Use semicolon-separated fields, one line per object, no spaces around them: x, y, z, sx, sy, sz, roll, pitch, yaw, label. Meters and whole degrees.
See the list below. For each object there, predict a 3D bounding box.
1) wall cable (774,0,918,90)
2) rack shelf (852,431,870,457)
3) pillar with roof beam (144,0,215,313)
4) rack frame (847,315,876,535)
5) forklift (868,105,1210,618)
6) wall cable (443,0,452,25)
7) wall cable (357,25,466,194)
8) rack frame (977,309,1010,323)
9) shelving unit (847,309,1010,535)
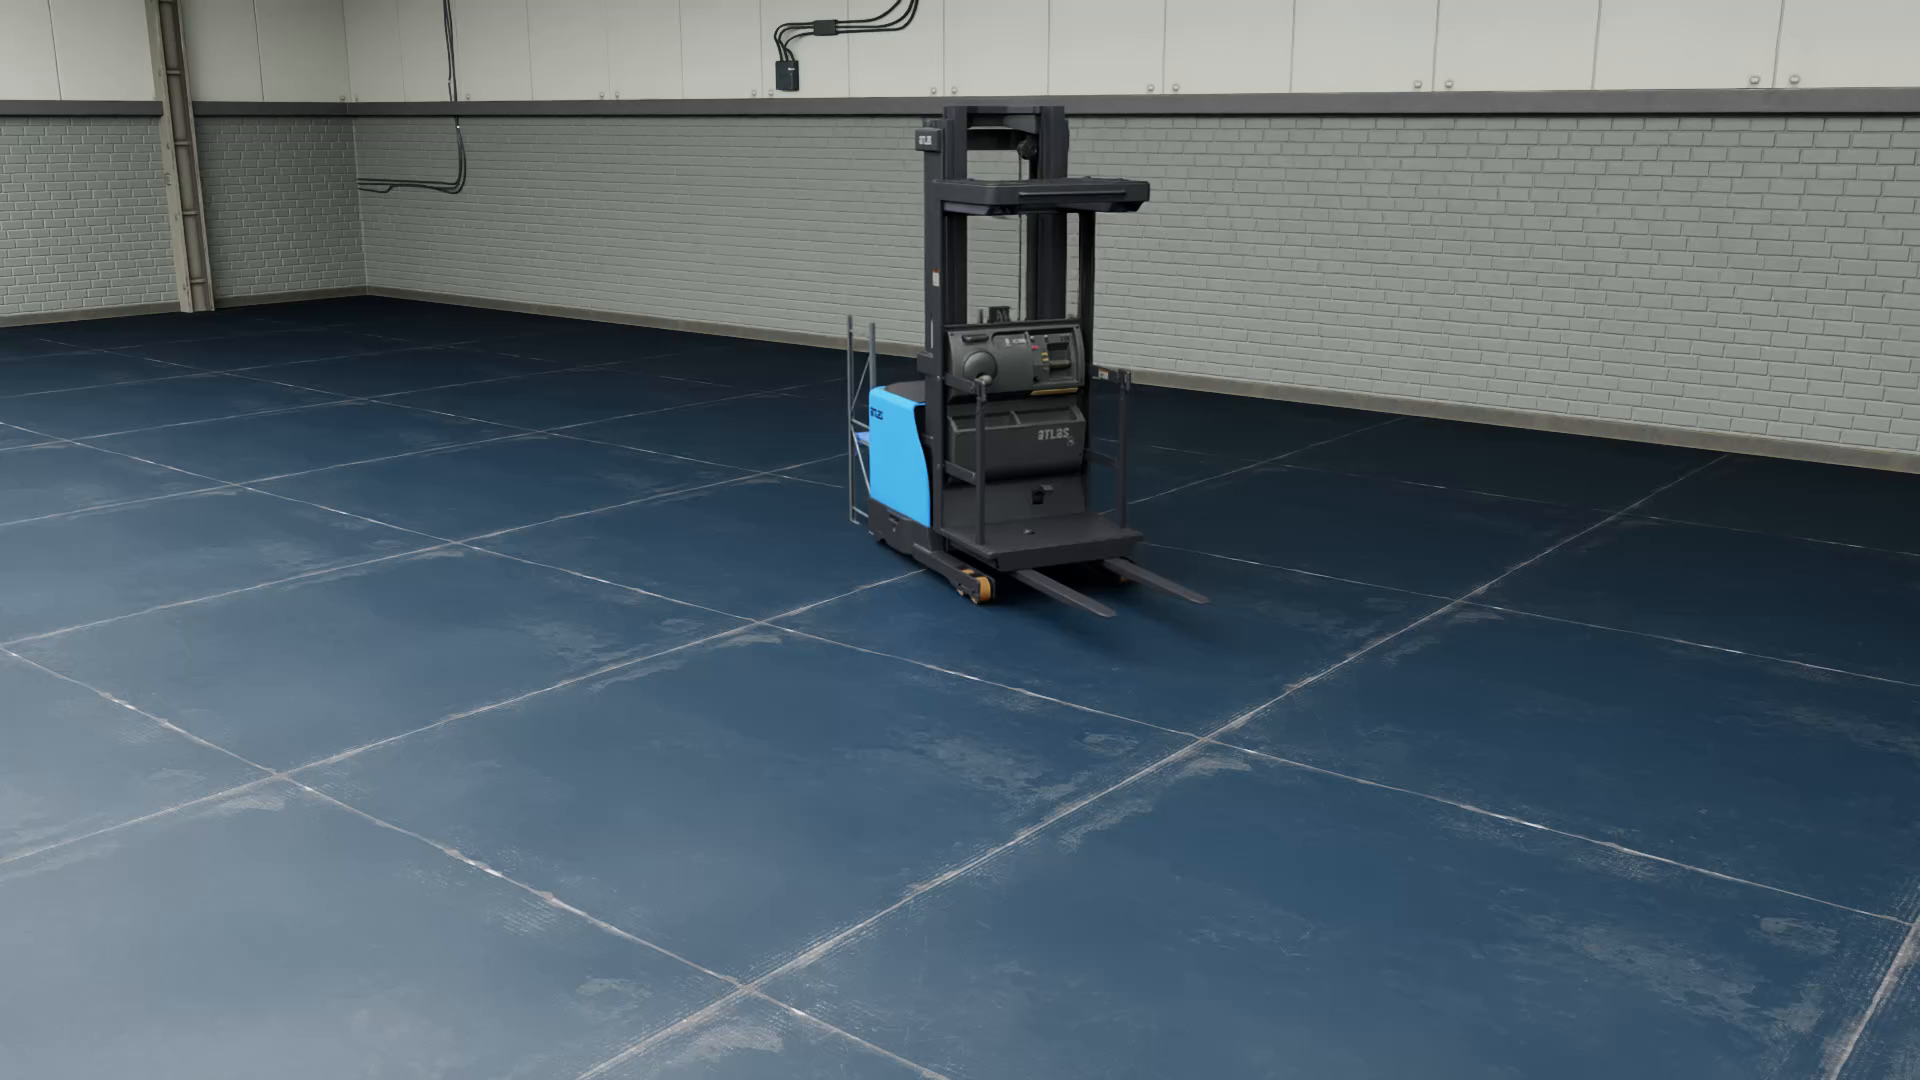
-1.397;-8.400;19.505;2.305;6.003;0.169;11;18;38;wall cable
-0.227;-0.691;12.027;1.000;0.185;0.538;-6;15;-23;rack shelf
-8.303;-7.198;21.680;9.100;9.000;0.400;11;18;38;pillar with roof beam
-0.693;-0.815;11.785;0.032;1.500;0.500;-6;15;-23;rack frame
0.452;-1.156;10.222;1.130;2.935;3.031;-7;16;-25;forklift
-6.667;-8.748;23.831;3.097;2.526;0.112;11;18;38;wall cable
-8.771;-6.719;26.101;3.097;2.526;0.112;11;18;38;wall cable
0.239;-0.915;12.180;0.032;1.500;0.500;-6;15;-23;rack frame
-0.227;-0.865;11.982;1.048;1.500;0.538;-6;15;-23;shelving unit
